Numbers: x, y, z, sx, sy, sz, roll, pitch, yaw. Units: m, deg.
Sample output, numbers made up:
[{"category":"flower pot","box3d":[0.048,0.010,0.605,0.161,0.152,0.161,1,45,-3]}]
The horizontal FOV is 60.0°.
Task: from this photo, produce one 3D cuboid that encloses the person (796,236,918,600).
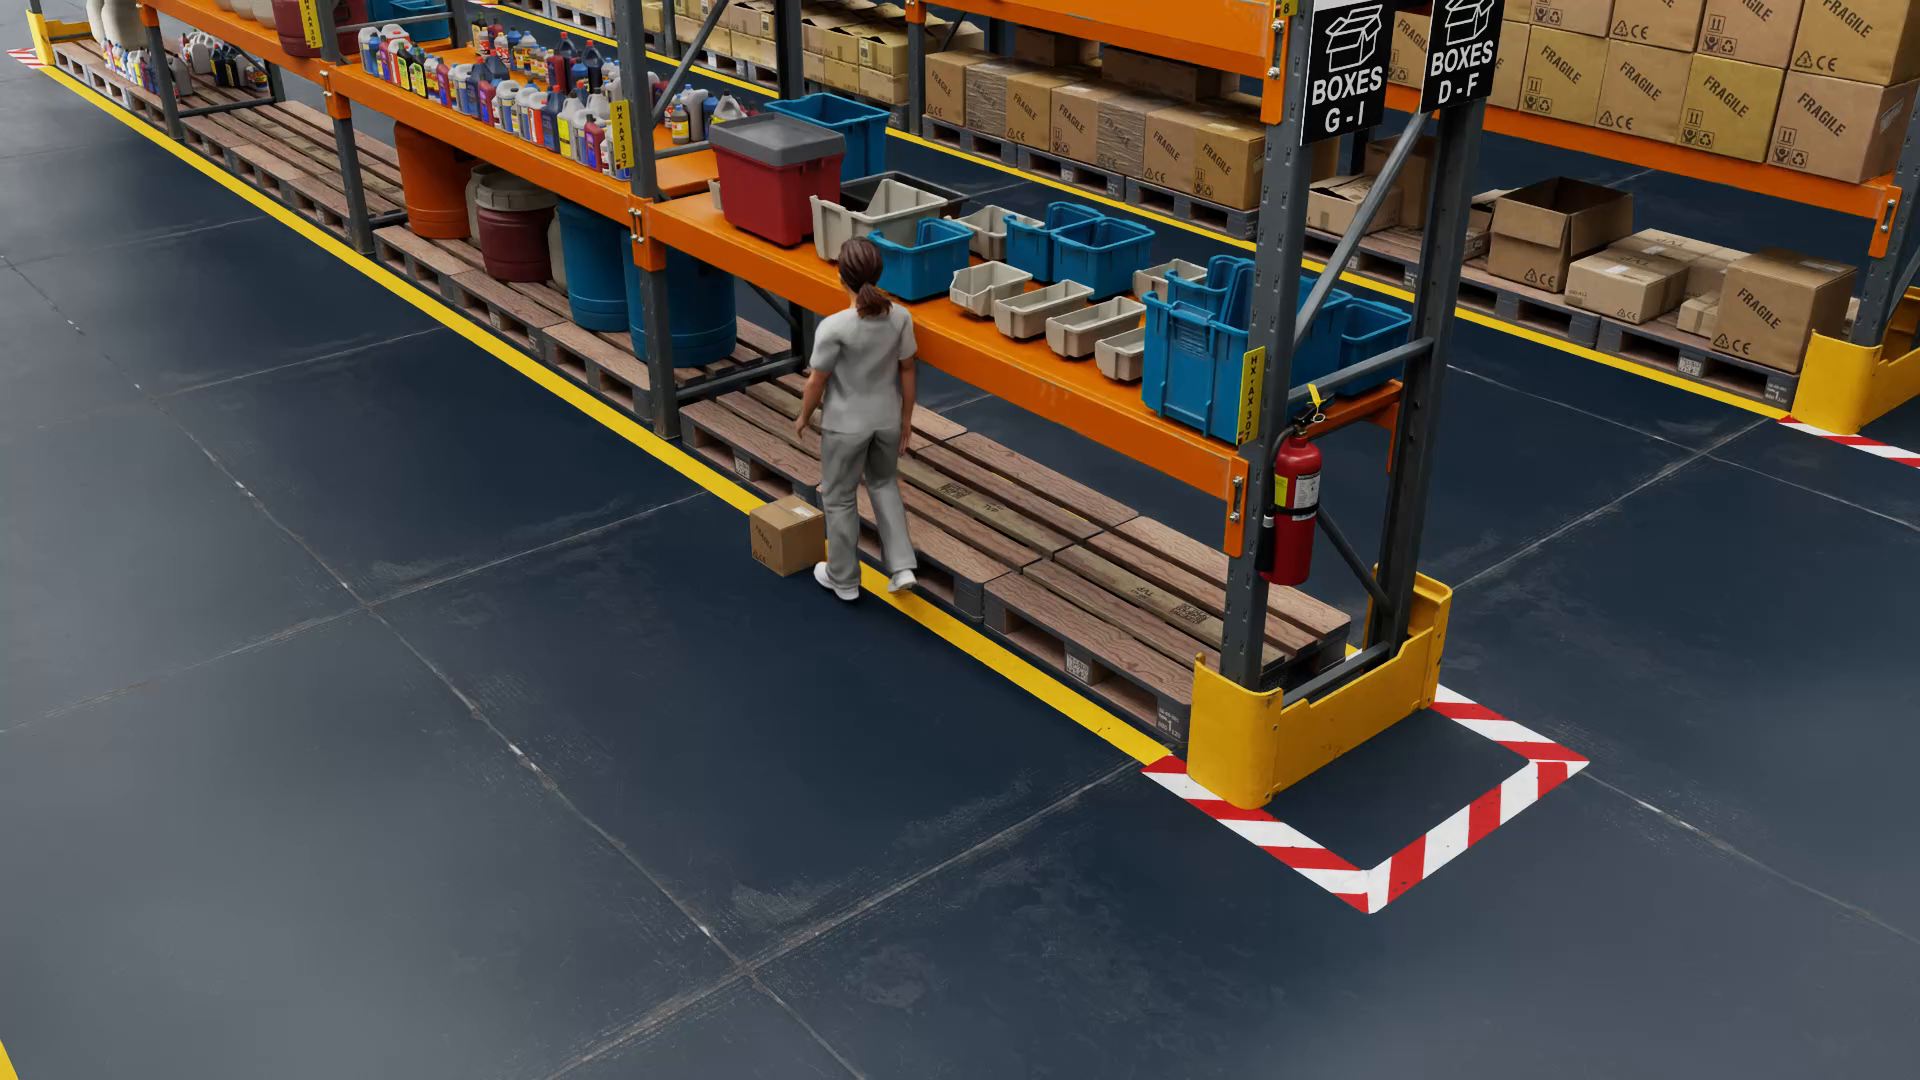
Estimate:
[{"category":"person","box3d":[-0.440,-0.482,7.004,0.464,1.684,0.539,-15,32,-26]}]
